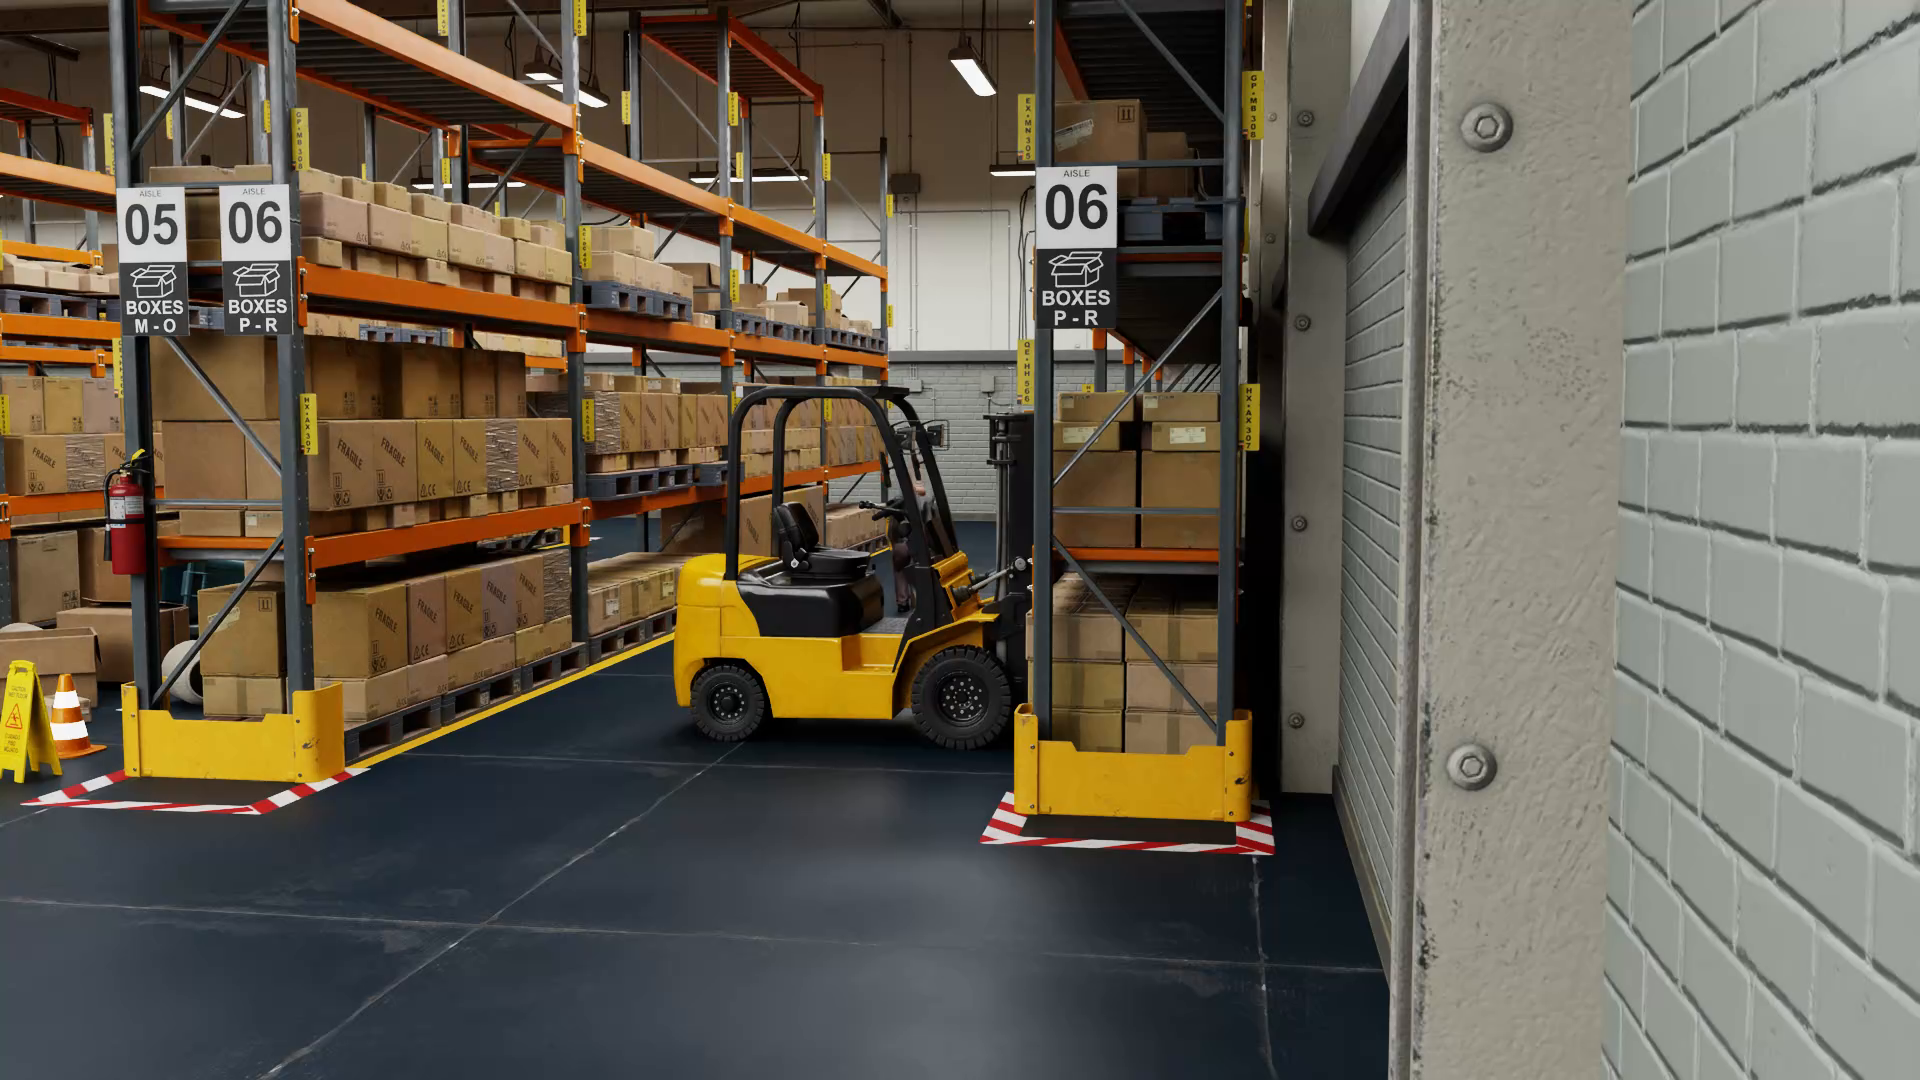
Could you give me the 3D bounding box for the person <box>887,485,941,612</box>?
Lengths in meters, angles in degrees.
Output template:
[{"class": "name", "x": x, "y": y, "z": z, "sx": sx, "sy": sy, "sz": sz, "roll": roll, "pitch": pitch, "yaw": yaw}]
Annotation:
[{"class": "person", "x": -0.467, "y": 0.086, "z": 16.730, "sx": 0.585, "sy": 1.255, "sz": 0.784, "roll": 1, "pitch": 4, "yaw": 9}]
